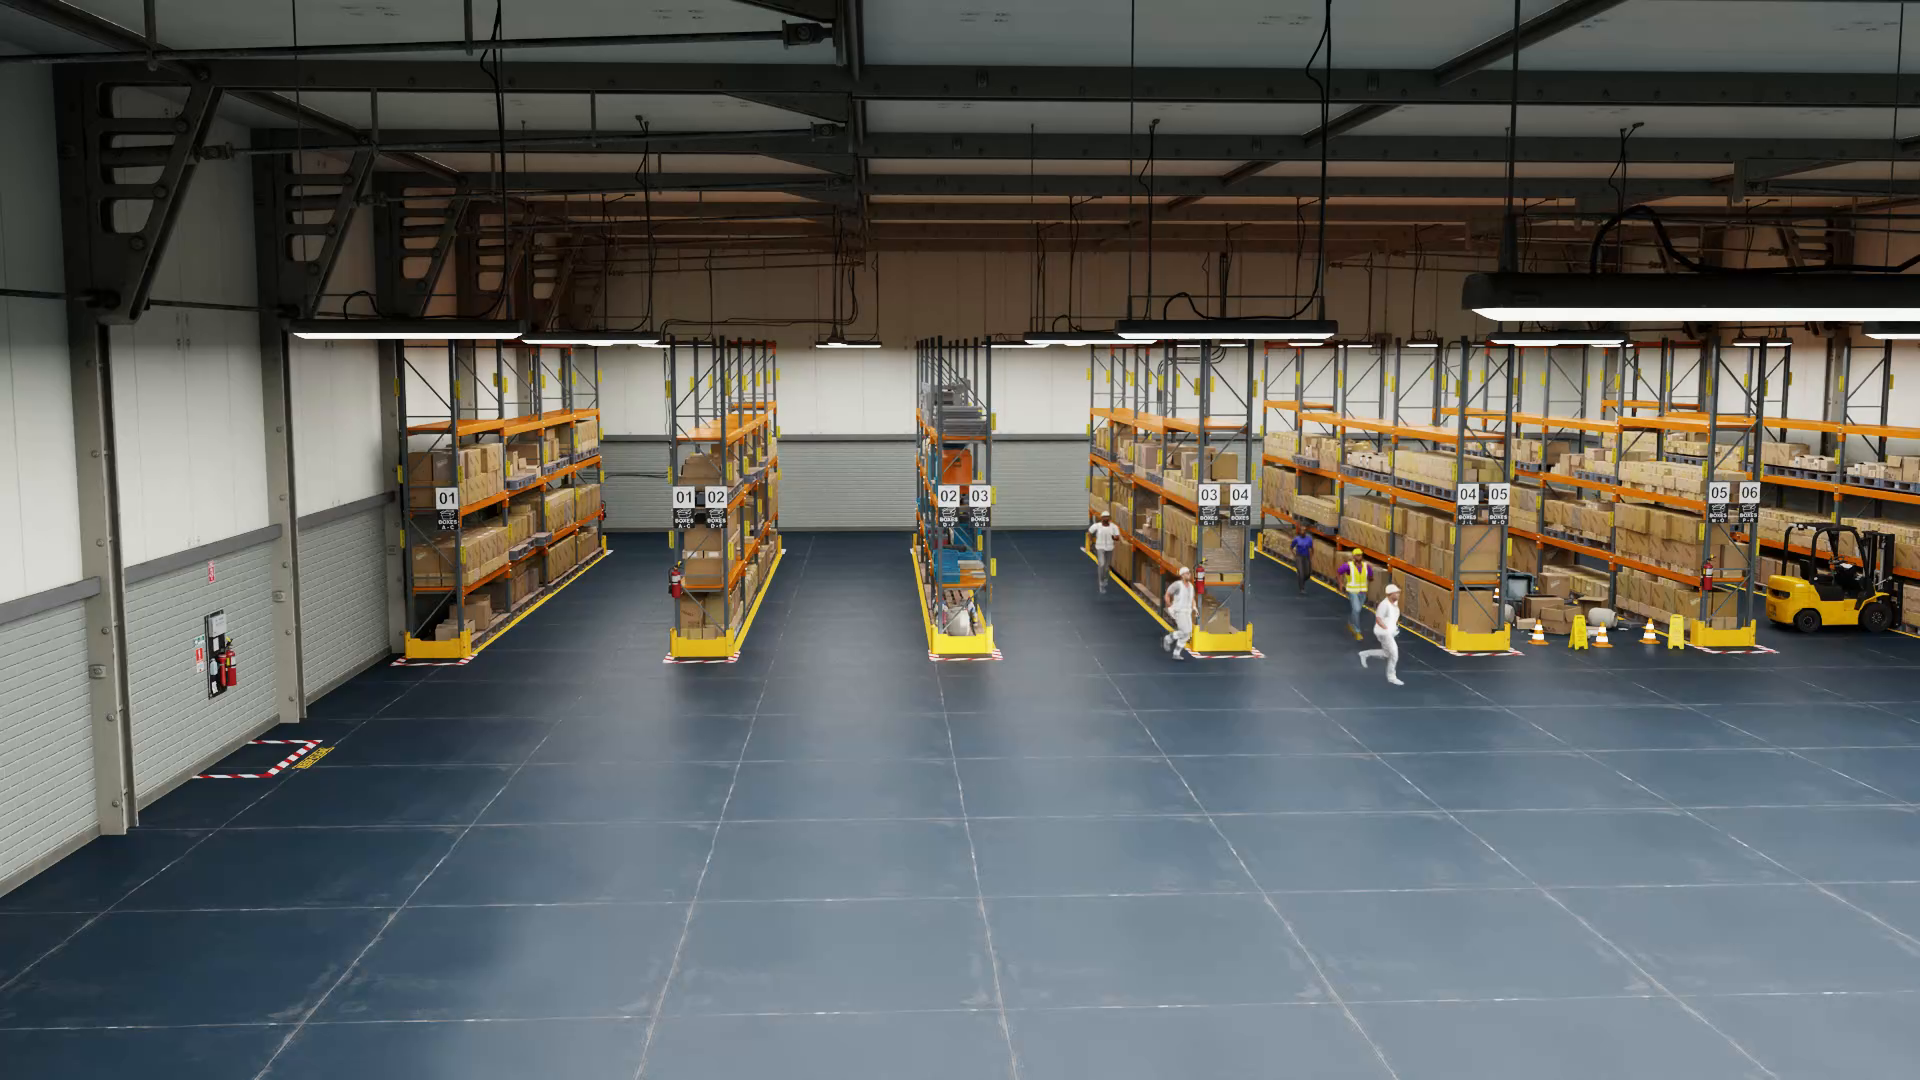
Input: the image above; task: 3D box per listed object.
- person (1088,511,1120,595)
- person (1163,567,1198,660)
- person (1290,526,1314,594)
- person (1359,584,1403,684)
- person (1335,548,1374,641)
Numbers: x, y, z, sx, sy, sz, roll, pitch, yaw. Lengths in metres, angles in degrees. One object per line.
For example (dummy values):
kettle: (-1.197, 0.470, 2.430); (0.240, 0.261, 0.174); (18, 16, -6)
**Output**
person: (3.305, 0.270, 37.909); (0.677, 1.885, 0.742); (-1, 7, -10)
person: (4.162, 1.357, 31.003); (0.711, 1.708, 0.555); (-5, 8, -38)
person: (8.082, 0.462, 39.313); (0.562, 1.609, 0.581); (0, 6, -1)
person: (7.292, 1.622, 28.777); (0.797, 1.747, 0.704); (4, 7, 29)
person: (7.921, 1.061, 33.205); (0.682, 1.801, 0.879); (-2, 7, -16)
